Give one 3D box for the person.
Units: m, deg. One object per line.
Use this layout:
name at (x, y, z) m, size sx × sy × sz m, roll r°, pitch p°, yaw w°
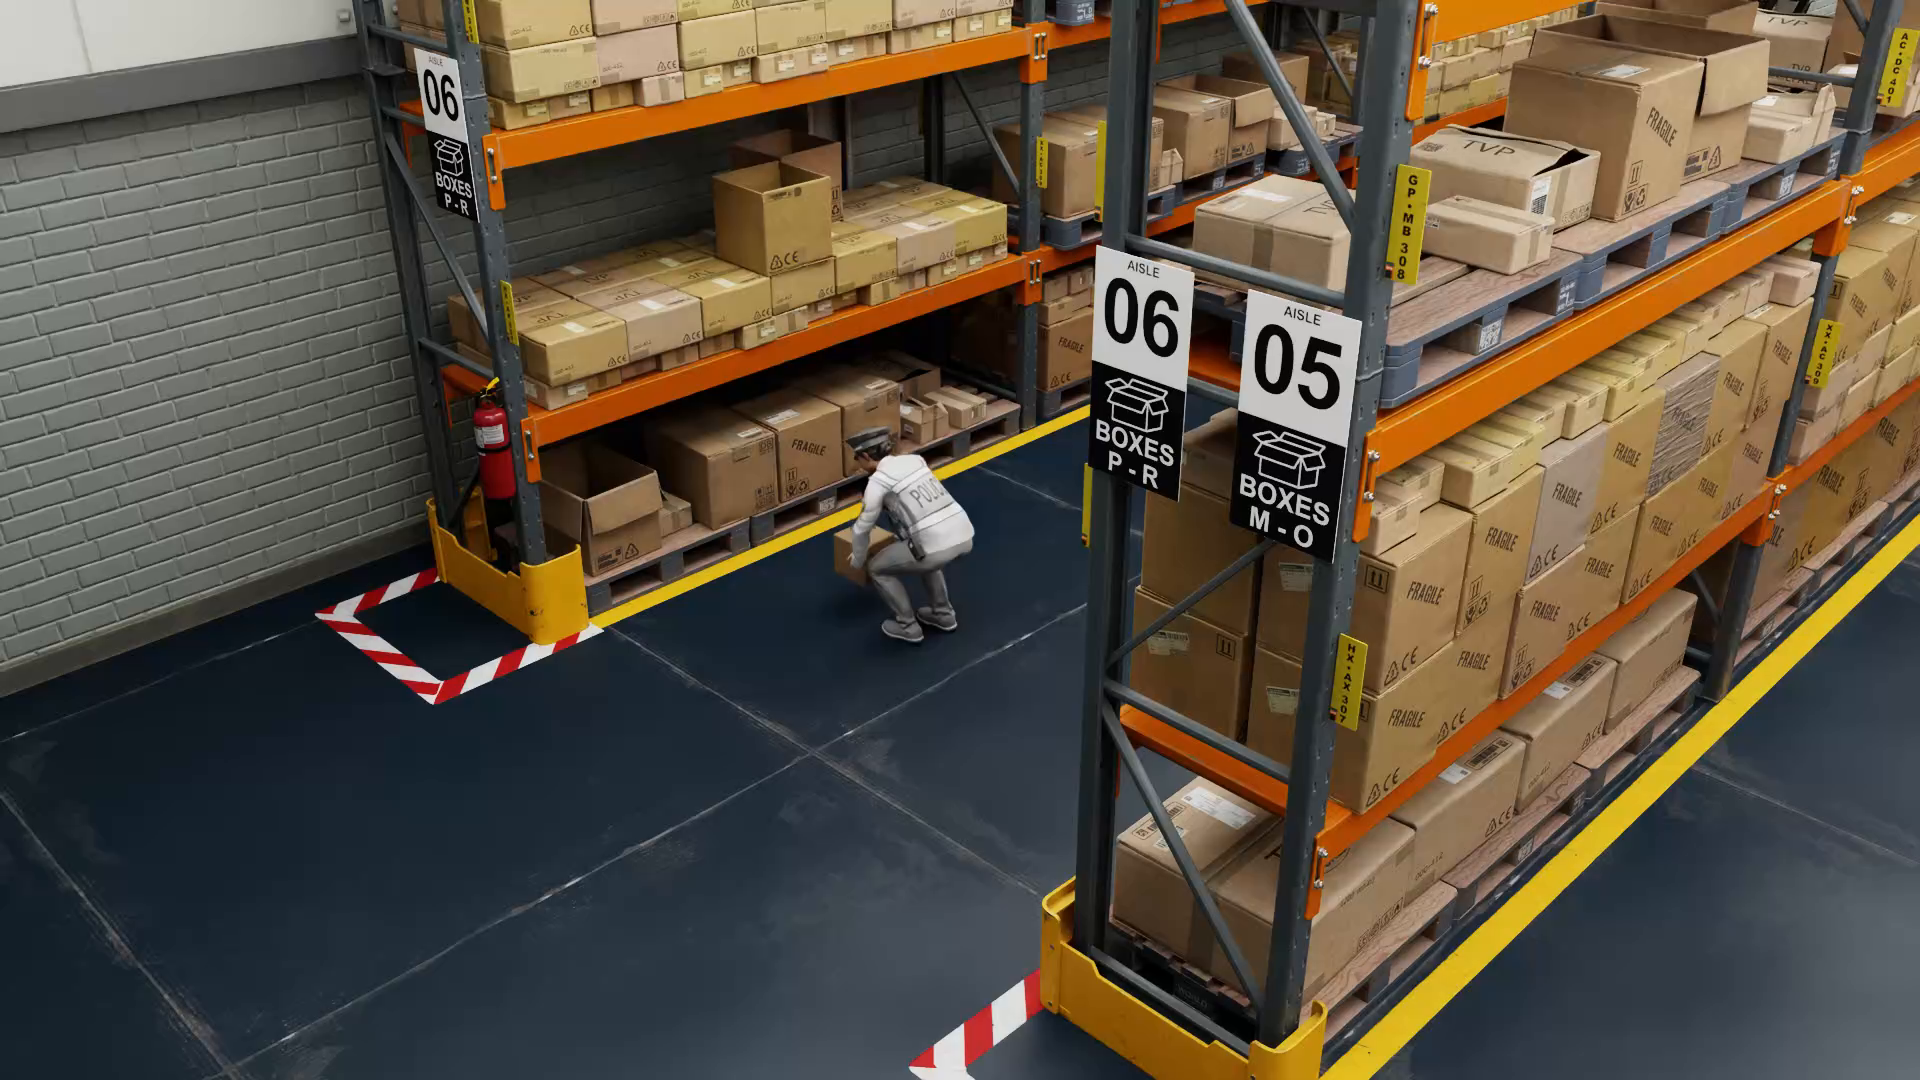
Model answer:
person at (-0.303, -0.022, 9.177) m, size 0.788 × 1.188 × 0.524 m, roll 25°, pitch 37°, yaw 38°
